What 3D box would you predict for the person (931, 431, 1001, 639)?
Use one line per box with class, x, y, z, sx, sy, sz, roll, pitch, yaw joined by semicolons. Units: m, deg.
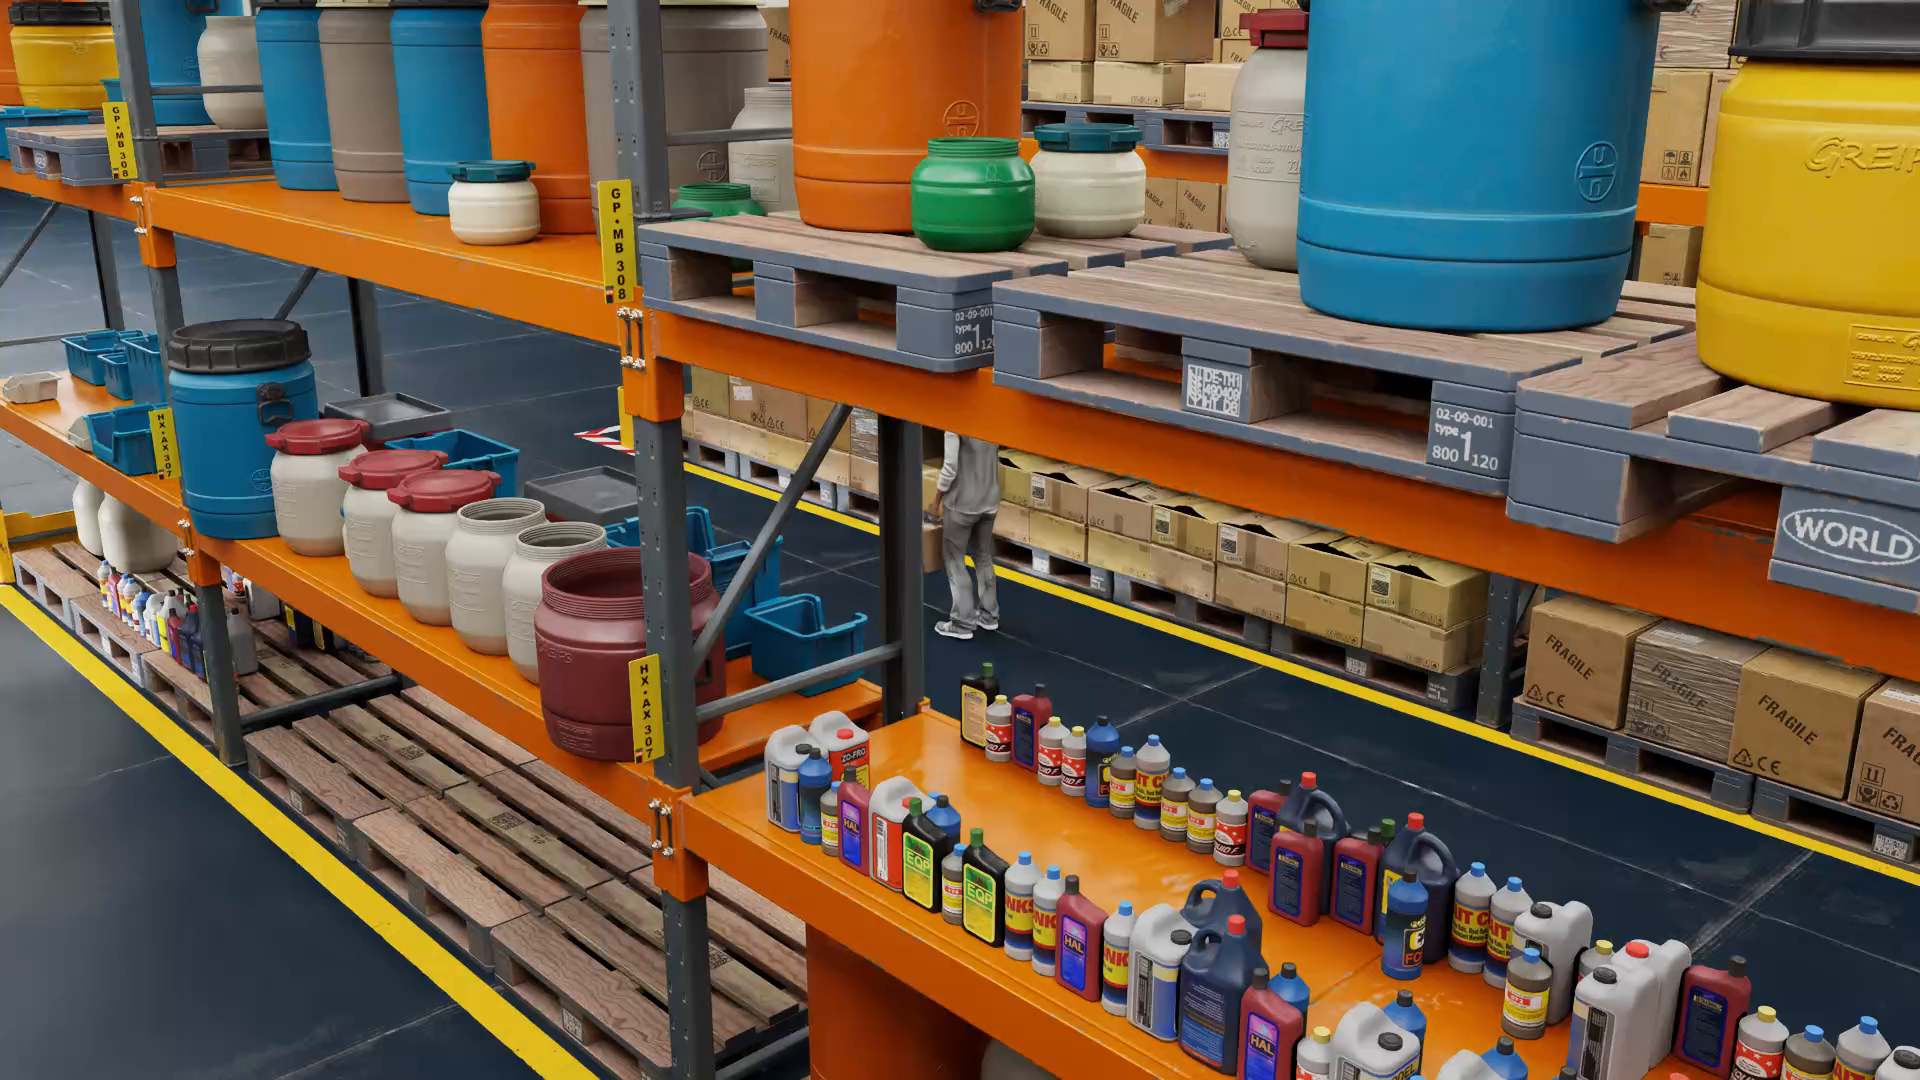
person;0.052;-0.206;9.708;0.450;1.599;0.336;-16;24;-41
